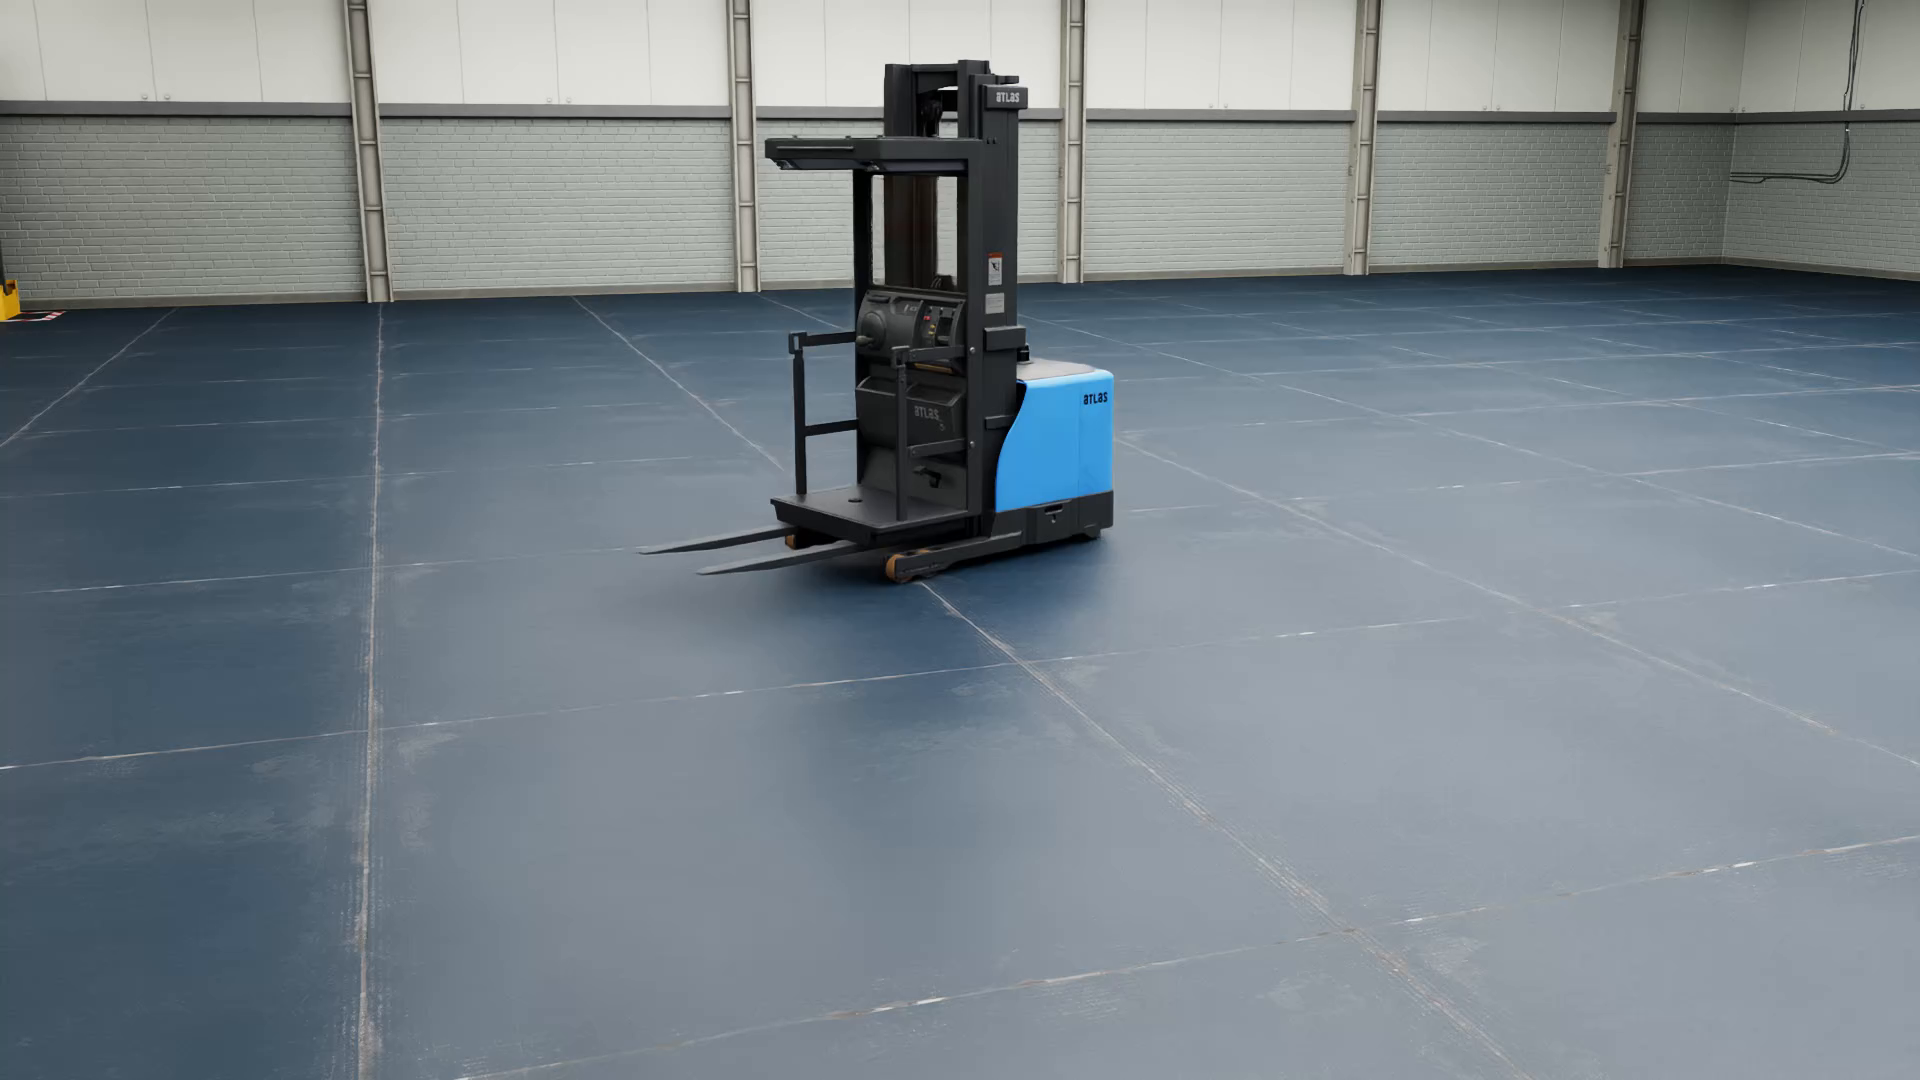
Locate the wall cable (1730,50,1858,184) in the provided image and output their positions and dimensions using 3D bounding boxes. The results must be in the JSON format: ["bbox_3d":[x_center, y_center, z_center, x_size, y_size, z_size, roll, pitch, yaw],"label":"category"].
[{"bbox_3d":[16.611,-8.419,33.300,0.112,2.526,3.097,-4,14,-18],"label":"wall cable"}]

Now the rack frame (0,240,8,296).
[{"bbox_3d":[-14.088,-4.723,24.016,0.127,3.000,1.000,-4,14,-18],"label":"rack frame"}]

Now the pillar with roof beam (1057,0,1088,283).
[{"bbox_3d":[3.397,-8.172,25.553,0.400,9.000,9.100,-4,14,-18],"label":"pillar with roof beam"}]

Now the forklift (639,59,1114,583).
[{"bbox_3d":[-0.457,-1.314,9.832,3.031,2.935,1.130,-11,17,-39],"label":"forklift"}]

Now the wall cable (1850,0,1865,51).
[{"bbox_3d":[17.474,-10.282,30.221,0.112,2.526,3.097,-4,14,-18],"label":"wall cable"}]

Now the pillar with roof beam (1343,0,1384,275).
[{"bbox_3d":[9.084,-8.615,27.414,0.400,9.000,9.100,-4,14,-18],"label":"pillar with roof beam"}]

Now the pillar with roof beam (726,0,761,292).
[{"bbox_3d":[-2.289,-7.729,23.691,0.400,9.000,9.100,-4,14,-18],"label":"pillar with roof beam"}]

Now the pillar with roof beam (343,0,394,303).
[{"bbox_3d":[-7.976,-7.286,21.829,0.400,9.000,9.100,-4,14,-18],"label":"pillar with roof beam"}]

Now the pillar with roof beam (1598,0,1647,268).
[{"bbox_3d":[14.771,-9.058,29.276,0.400,9.000,9.100,-4,14,-18],"label":"pillar with roof beam"}]

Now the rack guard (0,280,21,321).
[{"bbox_3d":[-14.066,-3.509,24.313,0.348,0.500,1.175,-4,14,-18],"label":"rack guard"}]
